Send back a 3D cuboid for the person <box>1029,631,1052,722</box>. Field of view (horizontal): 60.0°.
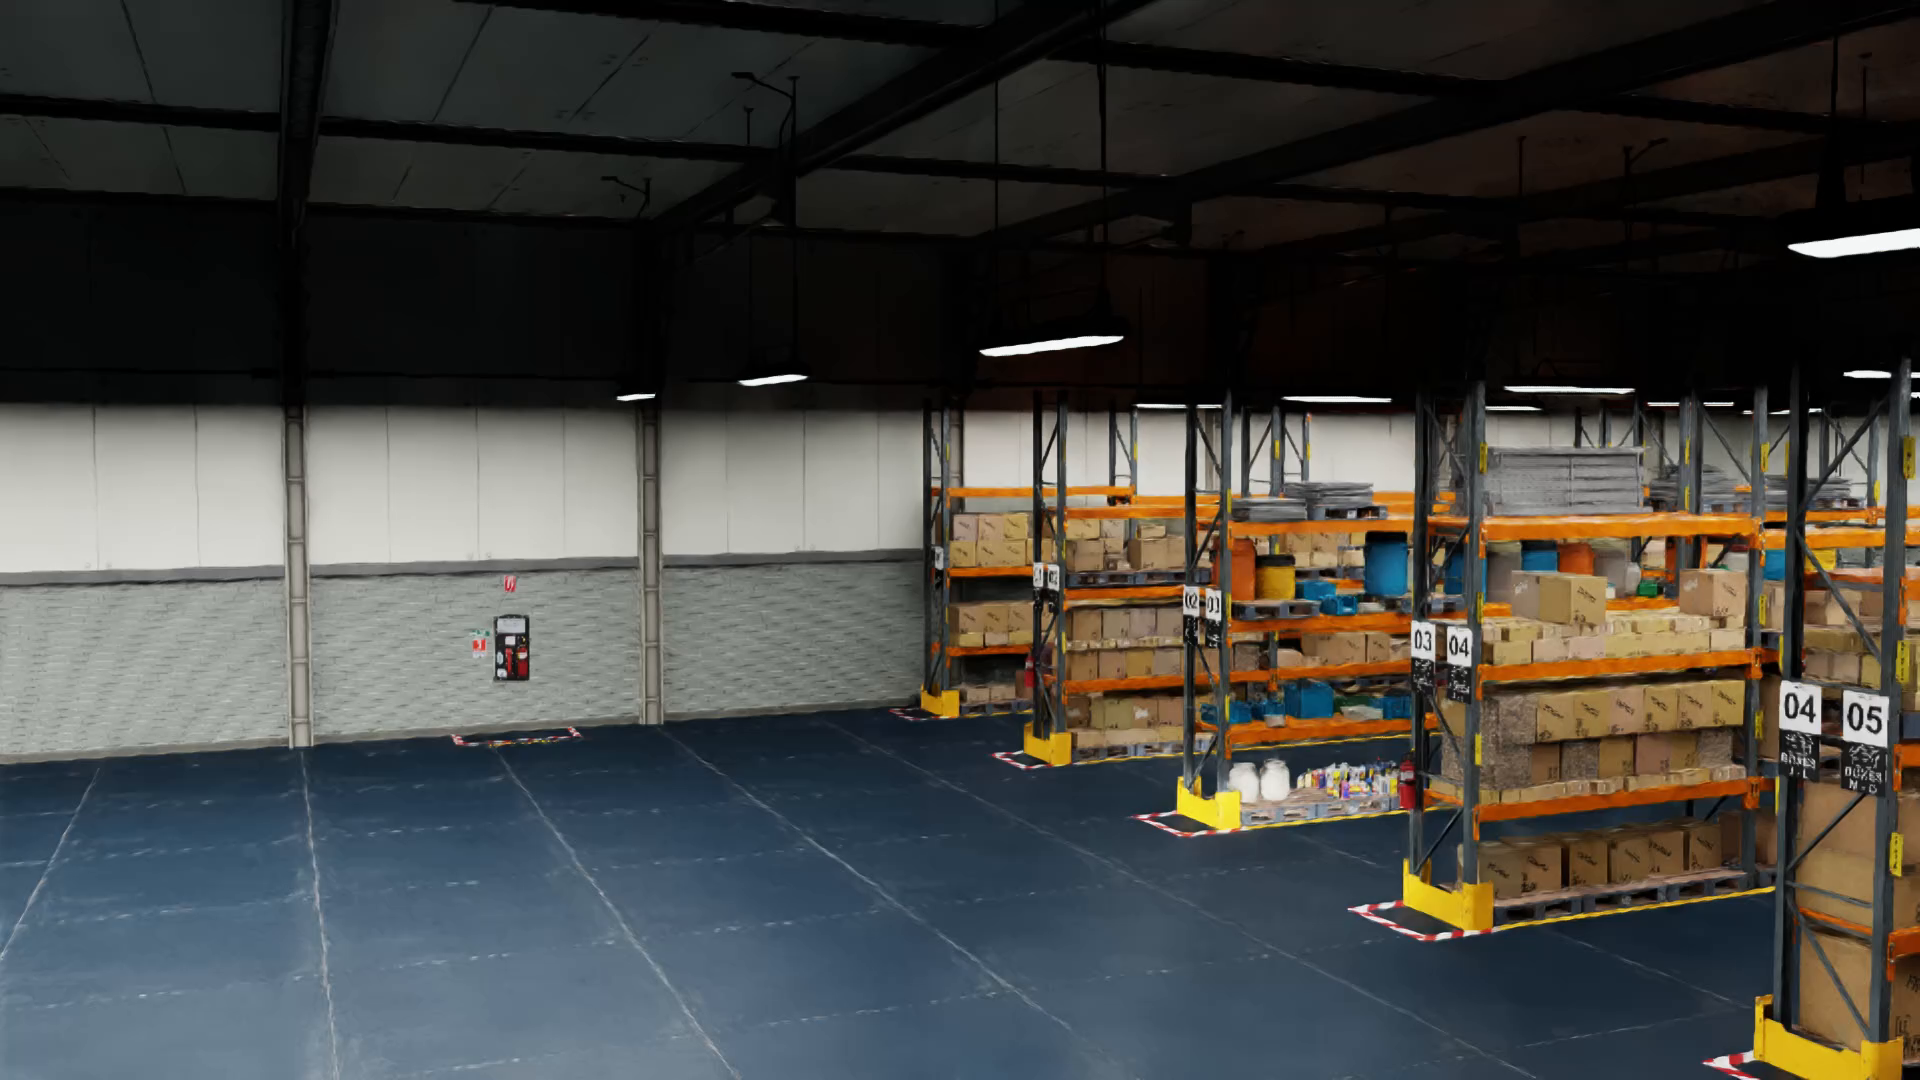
[{"bbox_3d":[1.496,2.511,30.436,1.030,1.735,0.635,-3,5,-45],"label":"person"}]
